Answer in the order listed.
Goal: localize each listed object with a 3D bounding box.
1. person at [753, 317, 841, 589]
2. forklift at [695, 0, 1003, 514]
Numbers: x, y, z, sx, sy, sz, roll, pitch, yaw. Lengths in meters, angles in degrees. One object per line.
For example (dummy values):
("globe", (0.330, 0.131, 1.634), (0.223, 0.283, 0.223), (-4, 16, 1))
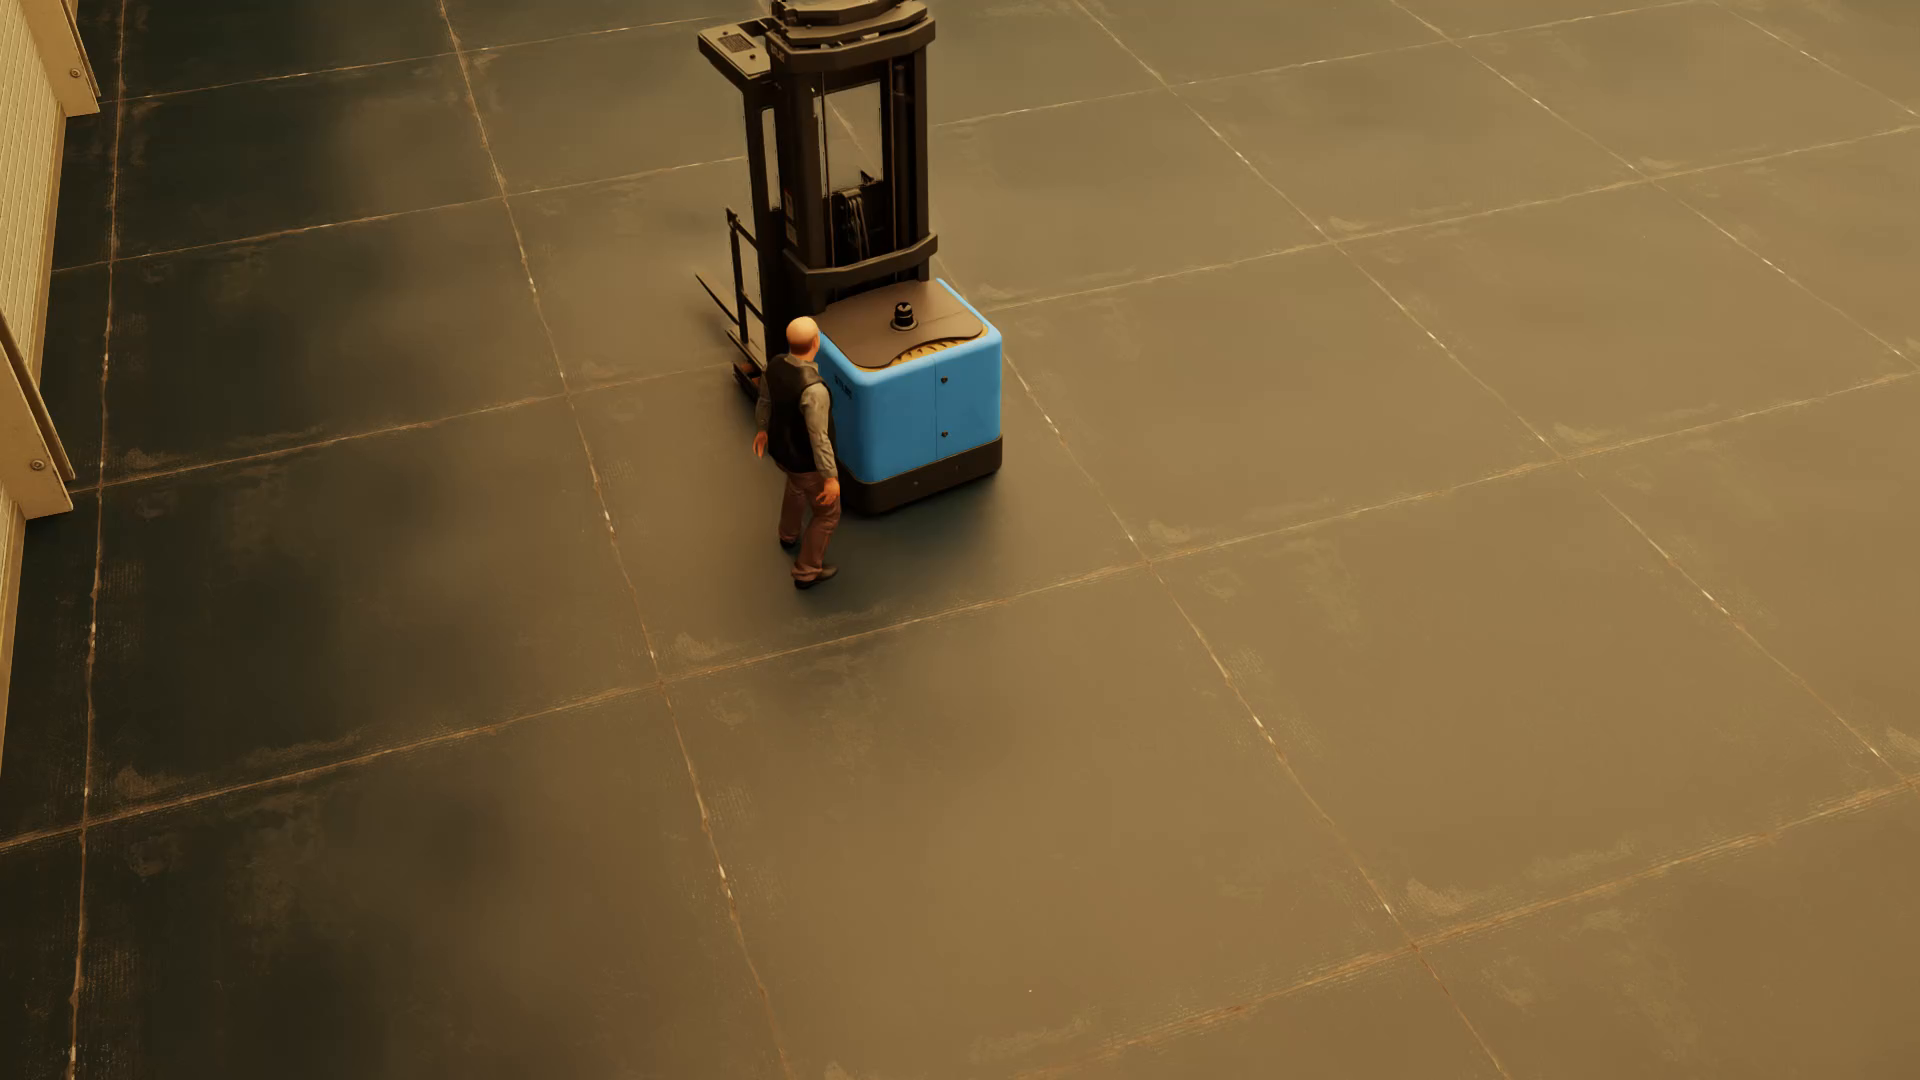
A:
("person", (-0.919, -0.502, 9.580), (0.406, 1.694, 0.860), (-26, 47, -28))
("forklift", (-0.906, -2.213, 10.632), (1.130, 2.935, 3.031), (-21, 44, -23))
